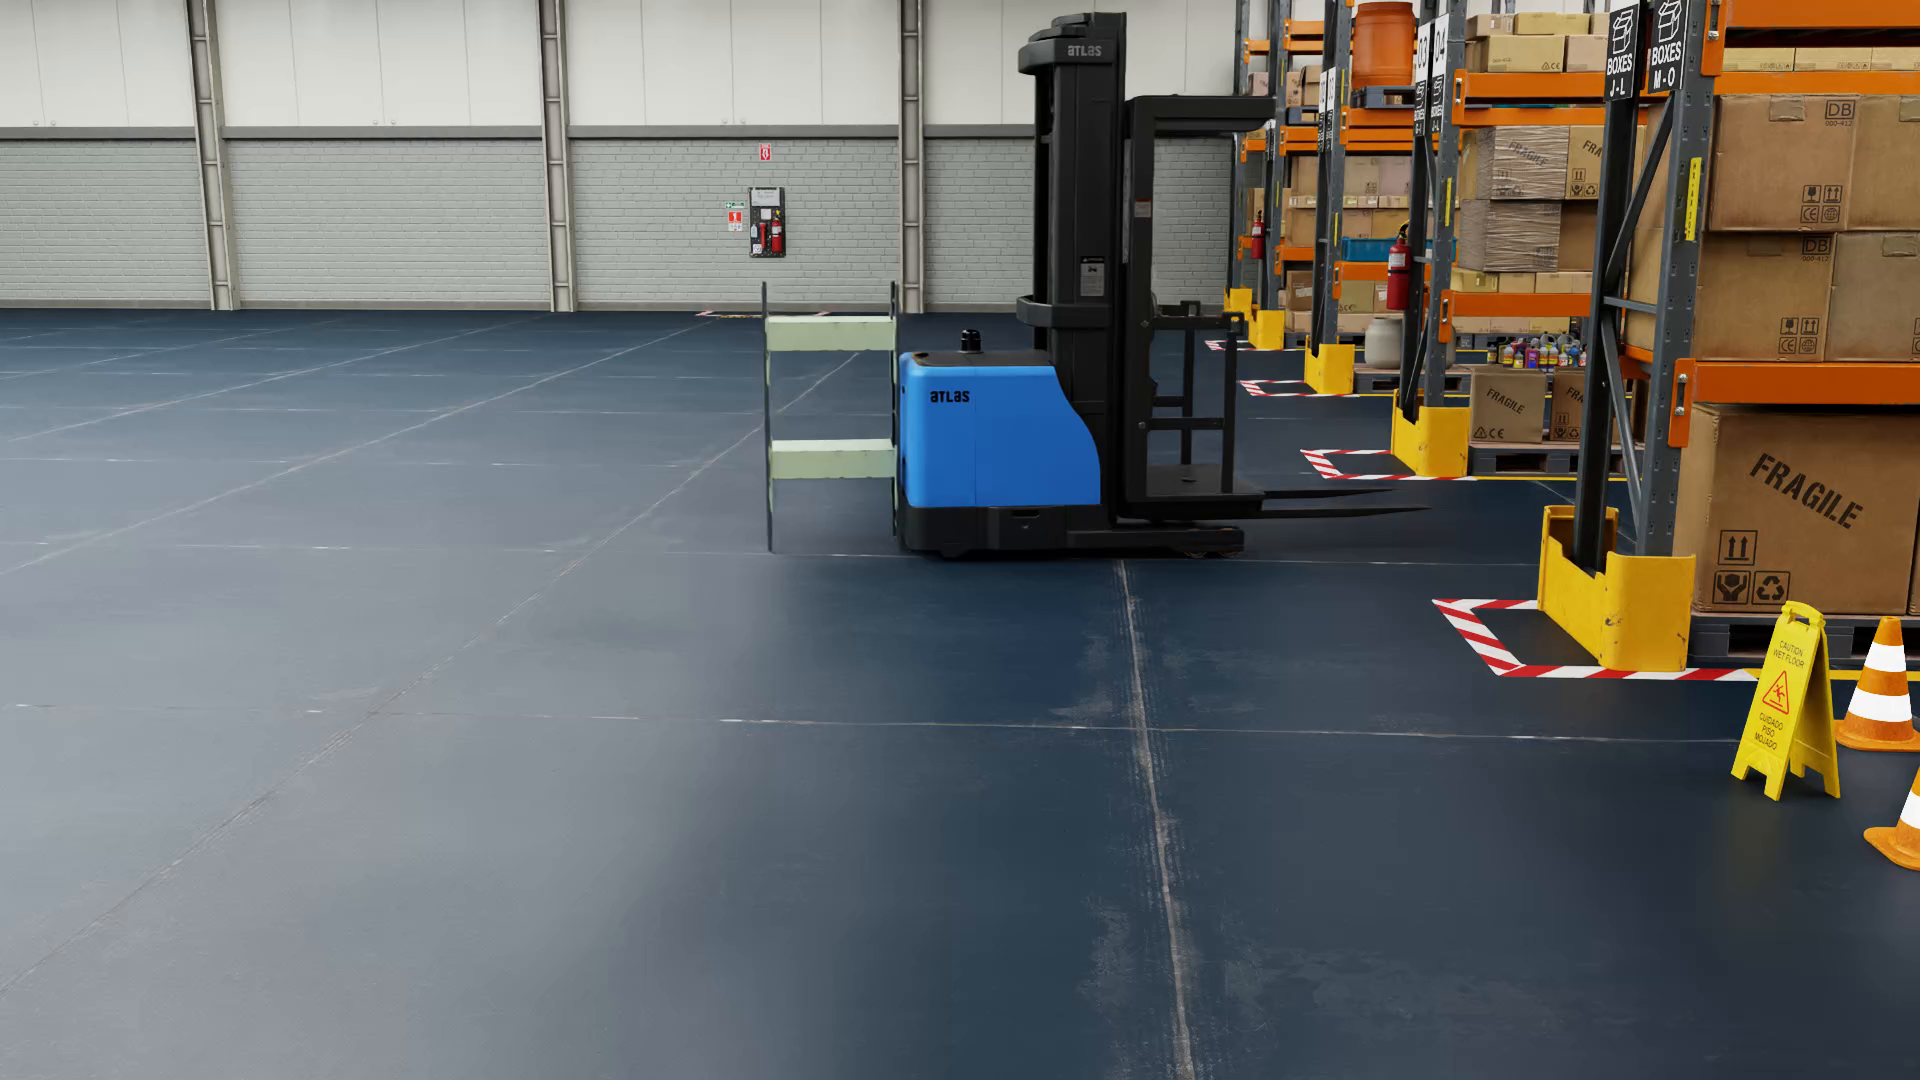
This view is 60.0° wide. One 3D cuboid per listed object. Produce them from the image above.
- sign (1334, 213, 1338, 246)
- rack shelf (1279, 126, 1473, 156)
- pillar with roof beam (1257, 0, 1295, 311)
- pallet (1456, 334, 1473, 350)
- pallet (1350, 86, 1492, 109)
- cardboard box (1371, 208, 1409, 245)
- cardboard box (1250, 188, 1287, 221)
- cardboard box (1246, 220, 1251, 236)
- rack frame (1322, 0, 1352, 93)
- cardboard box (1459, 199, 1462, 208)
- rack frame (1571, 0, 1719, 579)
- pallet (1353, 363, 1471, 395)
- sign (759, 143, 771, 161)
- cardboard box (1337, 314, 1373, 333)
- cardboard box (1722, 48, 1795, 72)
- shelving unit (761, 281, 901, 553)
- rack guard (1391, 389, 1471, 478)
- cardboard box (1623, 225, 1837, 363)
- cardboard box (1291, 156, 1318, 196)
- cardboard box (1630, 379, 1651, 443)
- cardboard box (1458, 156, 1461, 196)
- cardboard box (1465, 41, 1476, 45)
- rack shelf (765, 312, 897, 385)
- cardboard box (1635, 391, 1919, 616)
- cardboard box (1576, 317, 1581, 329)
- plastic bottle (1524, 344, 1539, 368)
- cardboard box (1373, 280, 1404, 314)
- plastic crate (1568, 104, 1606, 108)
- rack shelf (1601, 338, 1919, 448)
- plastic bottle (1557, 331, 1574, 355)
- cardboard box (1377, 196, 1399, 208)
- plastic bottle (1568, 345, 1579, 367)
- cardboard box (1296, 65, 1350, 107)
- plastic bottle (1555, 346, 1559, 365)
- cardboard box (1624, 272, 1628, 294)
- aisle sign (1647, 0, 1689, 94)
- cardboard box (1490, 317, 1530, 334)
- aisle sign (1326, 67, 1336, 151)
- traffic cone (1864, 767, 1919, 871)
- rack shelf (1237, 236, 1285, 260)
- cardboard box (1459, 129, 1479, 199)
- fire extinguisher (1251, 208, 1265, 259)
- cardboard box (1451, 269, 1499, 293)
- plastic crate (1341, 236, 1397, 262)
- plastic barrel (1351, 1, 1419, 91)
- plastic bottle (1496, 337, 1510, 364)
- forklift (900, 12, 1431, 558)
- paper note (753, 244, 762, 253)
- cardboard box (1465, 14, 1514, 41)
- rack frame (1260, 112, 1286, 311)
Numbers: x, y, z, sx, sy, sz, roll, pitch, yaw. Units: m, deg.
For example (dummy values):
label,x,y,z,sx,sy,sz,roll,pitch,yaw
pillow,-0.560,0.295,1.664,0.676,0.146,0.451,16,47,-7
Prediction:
label,x,y,z,sx,sy,sz,roll,pitch,yaw
sign,3.720,-3.072,16.453,0.005,0.325,0.100,1,12,4
rack shelf,6.091,-5.150,21.492,4.000,0.370,1.077,1,12,4
pillar with roof beam,4.891,-7.297,22.675,0.400,9.000,9.100,1,12,4
pallet,6.075,-2.677,22.050,1.213,0.211,1.003,1,12,4
pallet,4.580,-4.394,16.581,1.213,0.211,1.003,1,12,4
cardboard box,5.580,-4.087,21.735,0.500,0.500,0.700,1,12,4
cardboard box,4.879,-5.309,26.306,0.500,0.500,0.500,1,12,4
cardboard box,4.902,-5.043,26.866,0.500,0.250,0.500,1,12,5
rack frame,3.761,-5.986,16.404,0.127,3.000,1.000,1,12,4
cardboard box,6.534,-4.350,21.411,0.250,0.149,0.380,1,12,5
rack frame,2.998,-1.025,7.344,0.127,3.000,1.000,1,12,4
pallet,4.650,-1.681,17.287,1.213,0.211,1.003,1,12,4
sign,-3.272,-6.519,27.945,0.199,0.298,0.001,1,12,4
cardboard box,5.115,-2.862,21.813,0.500,0.250,0.500,1,12,4
cardboard box,5.422,-3.353,11.513,0.500,0.250,0.500,1,12,5
shelving unit,-0.731,-0.707,9.483,0.755,1.500,0.431,-1,12,-6
rack guard,3.506,-0.813,12.432,0.348,0.500,1.175,1,12,4
cardboard box,3.371,-1.103,7.349,0.550,0.550,0.875,1,12,4
cardboard box,4.613,-4.735,21.666,0.500,0.500,0.700,1,12,4
cardboard box,5.274,-0.994,12.272,0.500,0.500,0.500,2,12,9
cardboard box,6.640,-4.709,21.539,0.500,0.500,0.700,1,12,4
cardboard box,3.728,-3.687,12.135,0.250,0.149,0.380,1,12,4
rack shelf,-0.731,-1.088,9.403,0.720,0.370,0.431,-1,12,-6
cardboard box,3.679,-0.195,7.539,0.875,0.875,0.875,1,12,4
cardboard box,8.520,-2.920,22.089,0.500,0.250,0.500,1,12,3
plastic bottle,5.774,-1.840,16.796,0.133,0.283,0.061,1,12,5
cardboard box,5.615,-3.224,21.714,0.500,0.500,0.500,1,12,4
plastic crate,6.123,-4.273,16.187,0.396,0.136,0.243,1,12,4
rack shelf,4.993,-0.646,7.287,4.000,0.370,1.077,1,12,4
plastic bottle,6.362,-2.017,17.481,0.185,0.351,0.144,1,12,3
cardboard box,5.503,-4.364,21.477,0.250,0.149,0.380,0,12,2
plastic bottle,6.193,-1.832,16.788,0.097,0.271,0.097,0,12,0
cardboard box,4.669,-5.845,21.439,0.637,0.503,0.797,2,12,8
plastic bottle,6.212,-1.922,17.388,0.097,0.201,0.097,0,12,0
cardboard box,4.695,-1.844,11.870,0.250,0.149,0.380,1,12,4
aisle sign,2.907,-2.238,6.789,0.004,0.787,0.394,1,12,4
cardboard box,7.111,-2.837,21.692,0.500,0.250,0.500,1,12,4
aisle sign,3.670,-4.263,16.471,0.004,0.787,0.394,1,12,4
traffic cone,3.018,0.740,5.101,0.334,0.463,0.336,1,12,4
rack shelf,6.418,-4.694,26.637,4.000,0.370,1.077,1,12,4
cardboard box,3.995,-2.764,12.244,0.500,0.500,0.500,1,12,4
fire extinguisher,4.009,-4.120,22.325,0.183,0.674,0.296,1,12,4
cardboard box,3.698,-1.862,11.956,0.250,0.149,0.380,1,12,4
plastic crate,4.280,-3.031,17.293,0.616,0.251,0.499,1,12,4
plastic barrel,4.254,-4.952,16.717,0.708,0.830,0.600,1,12,4
plastic bottle,5.740,-2.001,17.570,0.133,0.283,0.061,1,12,5
forklift,1.174,-1.440,9.495,3.031,2.935,1.130,-1,12,-6
paper note,-3.443,-4.949,28.254,0.142,0.148,0.016,1,12,4
cardboard box,3.689,-3.576,11.605,0.250,0.149,0.380,1,12,3
rack frame,4.096,-4.061,21.856,0.127,3.000,1.000,1,12,4
